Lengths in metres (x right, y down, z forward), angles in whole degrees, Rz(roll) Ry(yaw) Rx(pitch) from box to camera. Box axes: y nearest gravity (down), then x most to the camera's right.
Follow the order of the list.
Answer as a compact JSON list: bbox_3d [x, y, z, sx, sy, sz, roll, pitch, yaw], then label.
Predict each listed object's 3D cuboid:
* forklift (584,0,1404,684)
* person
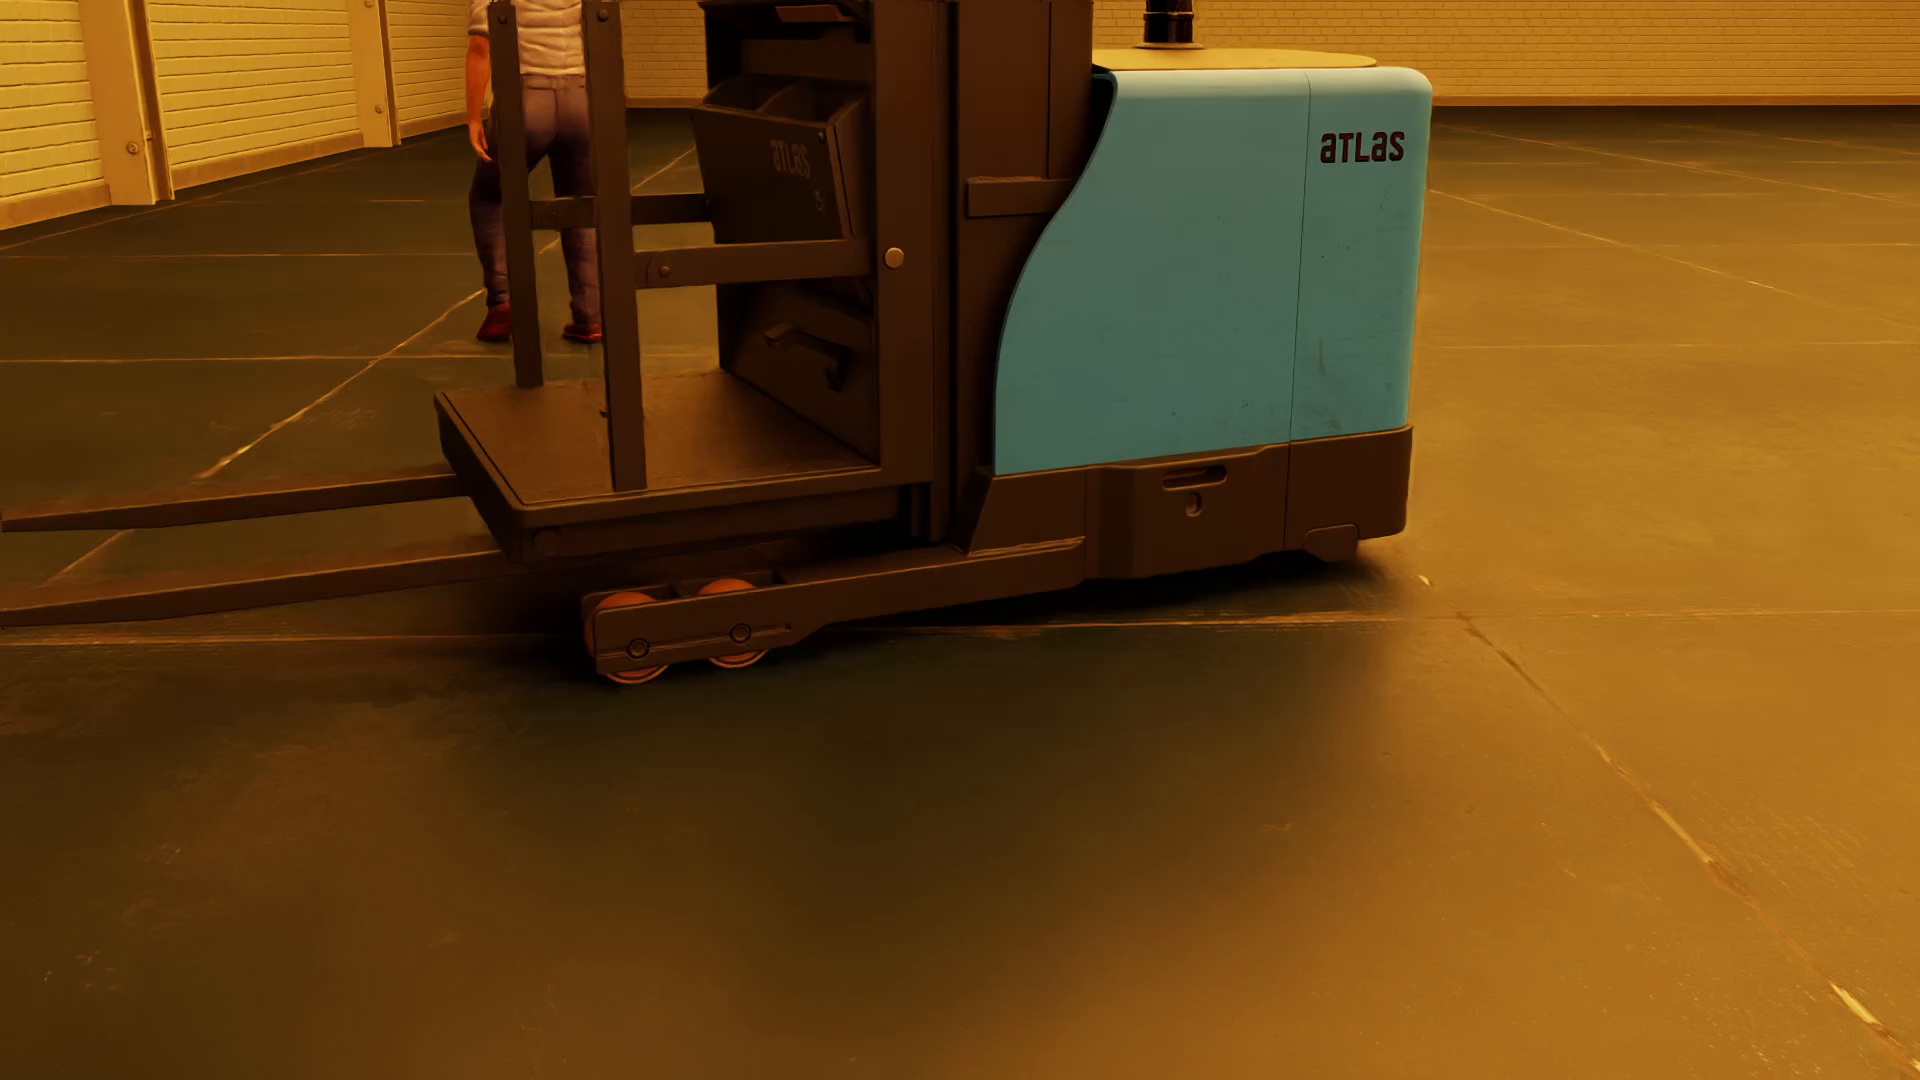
[{"bbox_3d":[-0.555,-1.314,3.202,3.031,2.935,1.121,-7,19,-23],"label":"forklift"},{"bbox_3d":[-1.586,-1.552,6.296,0.578,1.678,0.478,-9,19,-28],"label":"person"}]
